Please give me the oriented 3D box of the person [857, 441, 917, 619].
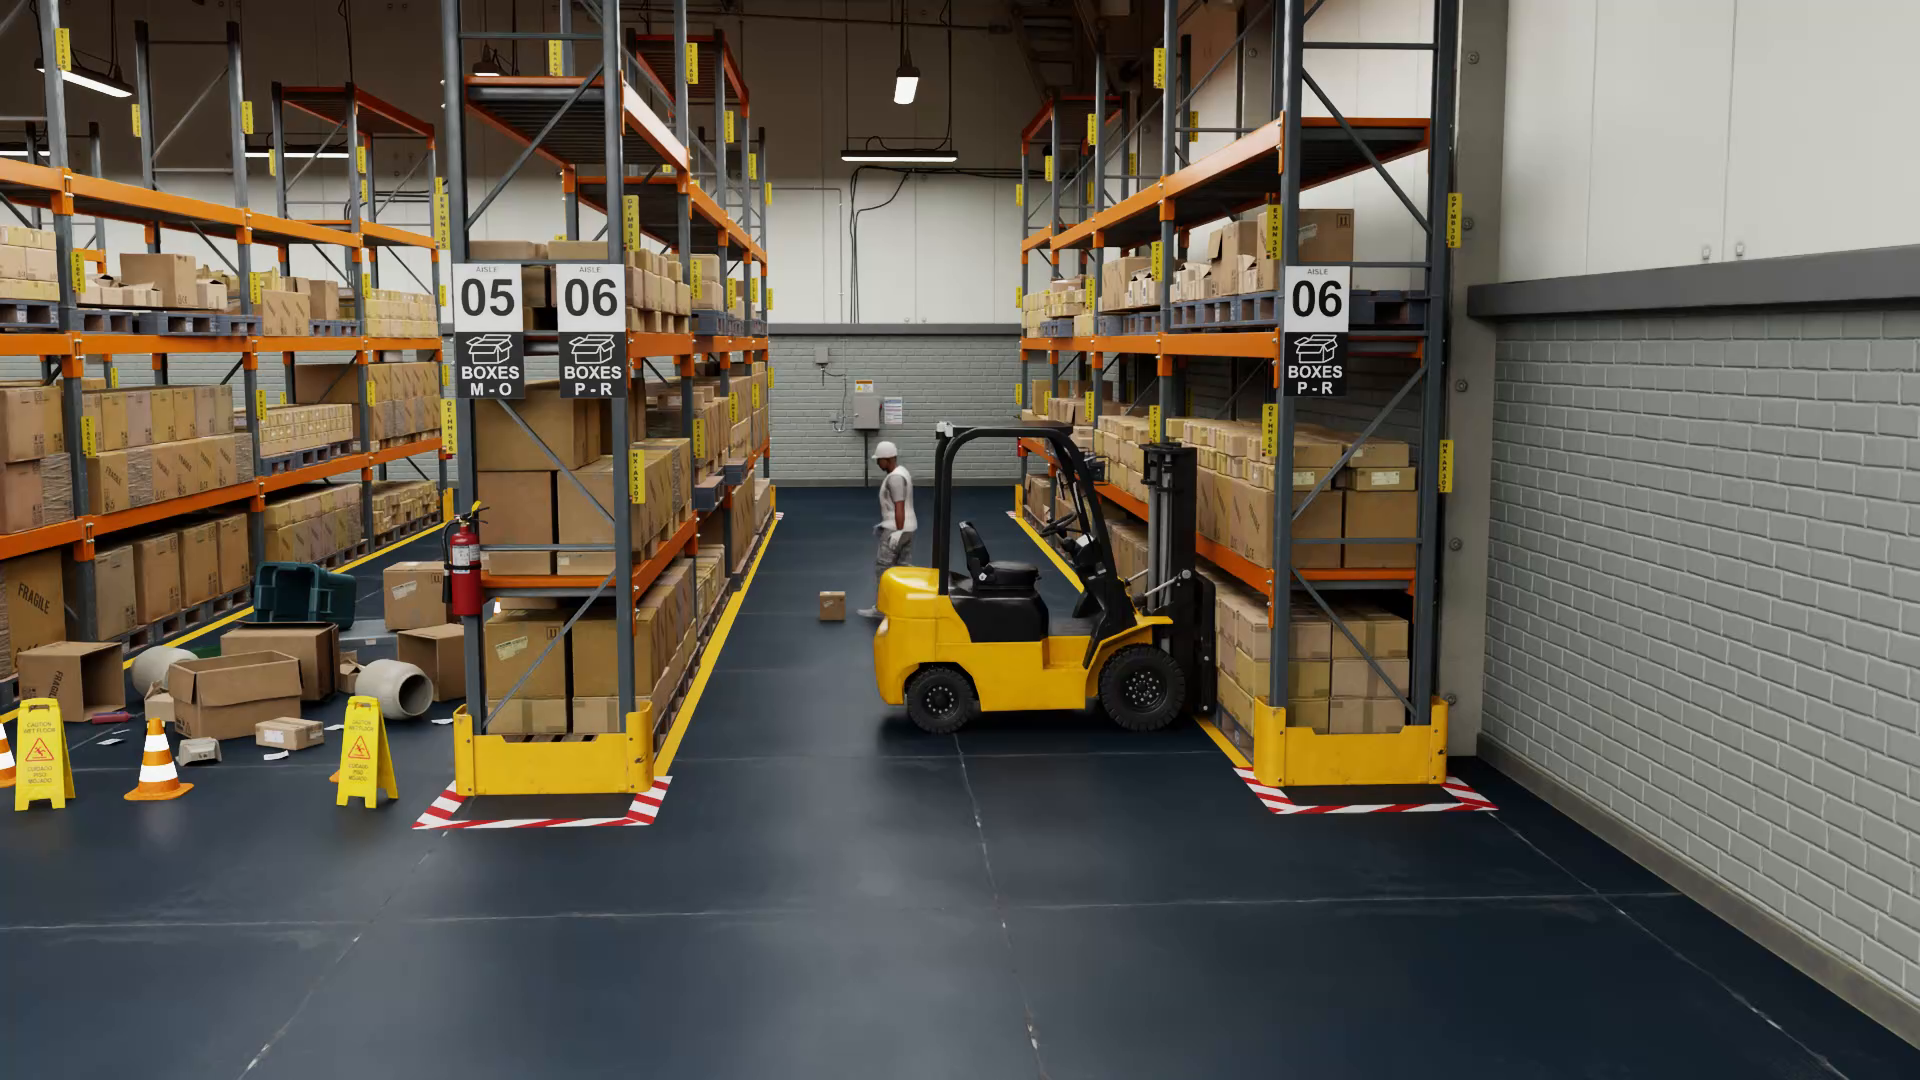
[{"bbox_3d":[-0.588,-0.097,16.445,0.860,1.759,0.567,1,7,10],"label":"person"}]
